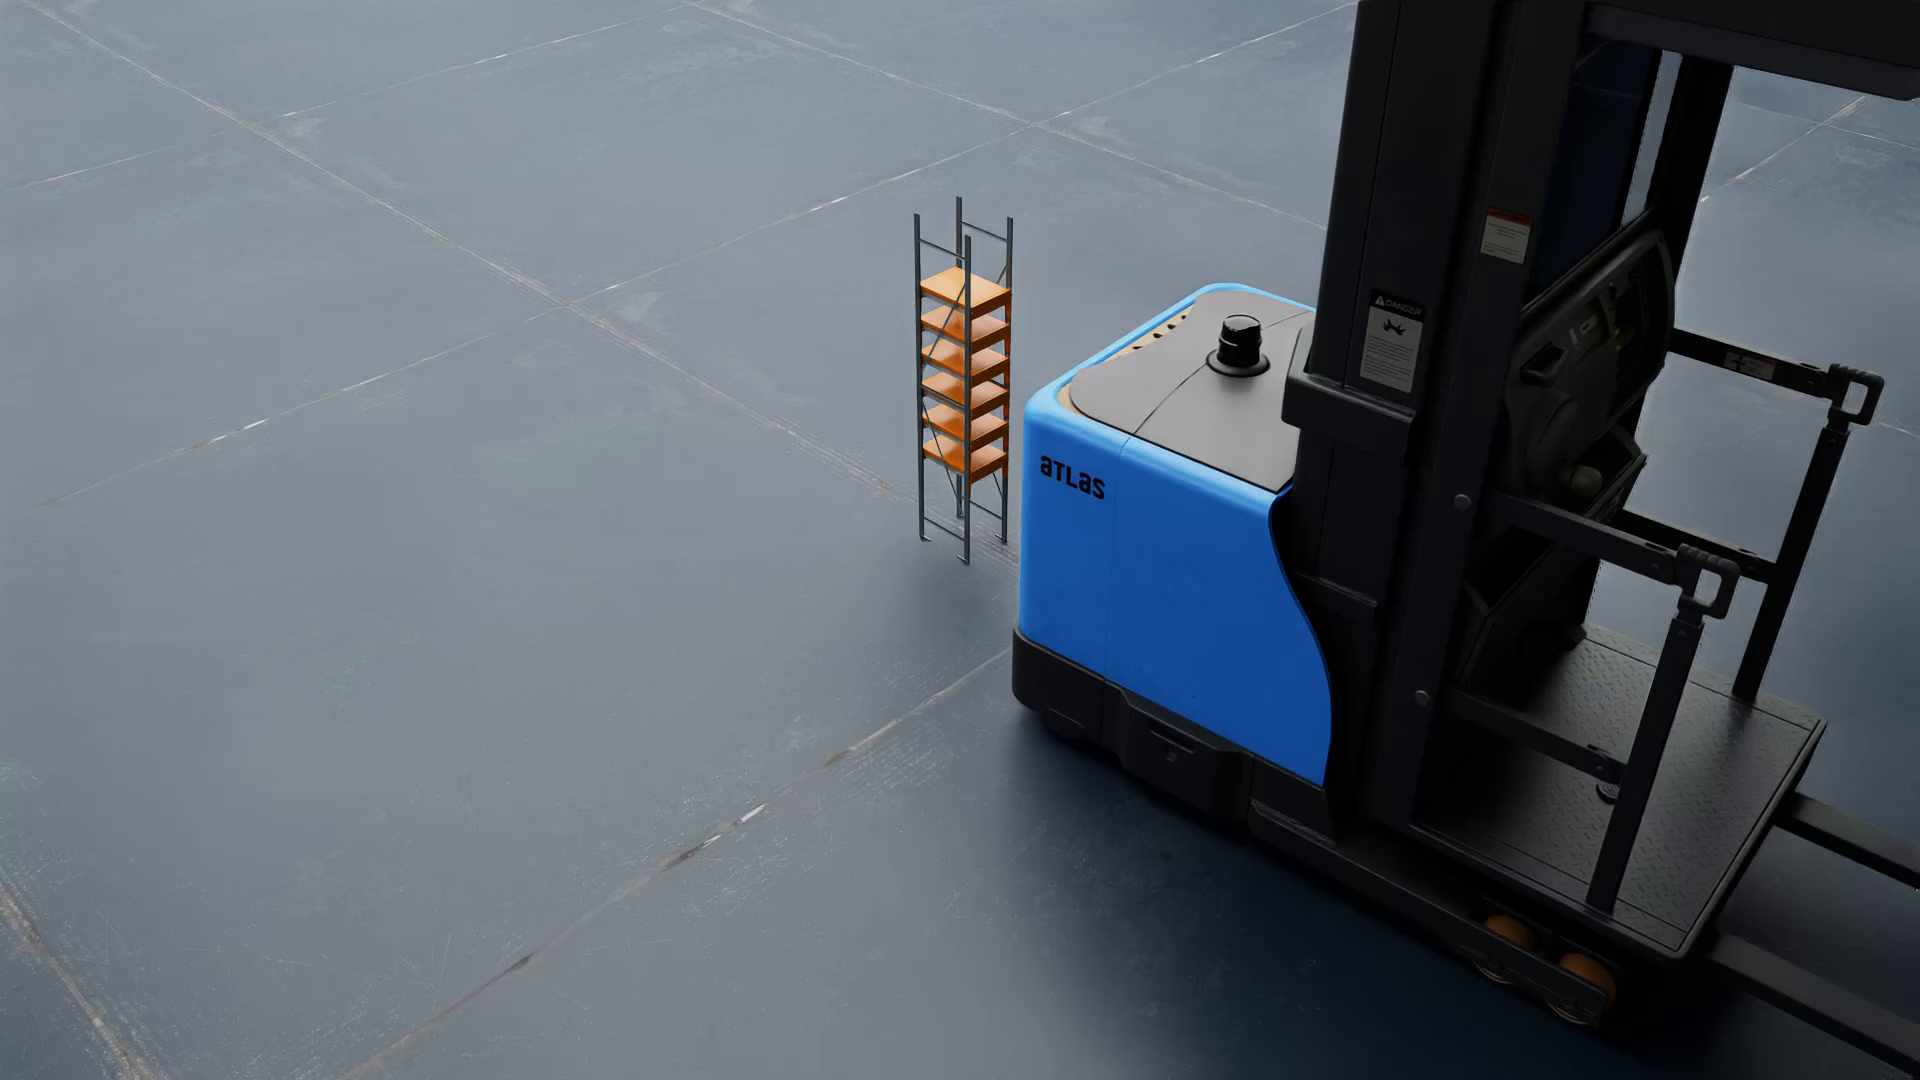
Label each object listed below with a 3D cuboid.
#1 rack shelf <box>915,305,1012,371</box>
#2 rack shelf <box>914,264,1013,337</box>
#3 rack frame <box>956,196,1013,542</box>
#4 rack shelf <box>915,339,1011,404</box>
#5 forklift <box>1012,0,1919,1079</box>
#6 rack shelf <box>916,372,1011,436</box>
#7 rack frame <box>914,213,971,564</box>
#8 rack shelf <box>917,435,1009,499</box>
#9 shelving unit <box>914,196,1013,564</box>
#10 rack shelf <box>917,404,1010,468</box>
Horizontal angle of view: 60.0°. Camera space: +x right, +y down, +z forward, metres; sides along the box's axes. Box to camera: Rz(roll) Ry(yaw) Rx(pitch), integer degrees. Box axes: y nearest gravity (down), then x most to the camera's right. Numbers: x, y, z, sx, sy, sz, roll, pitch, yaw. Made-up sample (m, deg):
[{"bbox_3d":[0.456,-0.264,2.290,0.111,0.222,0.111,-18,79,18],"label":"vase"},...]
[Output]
[{"bbox_3d":[0.010,-0.658,5.303,0.258,0.103,0.180,30,45,35],"label":"rack shelf"},{"bbox_3d":[0.010,-0.757,5.235,0.258,0.103,0.180,30,45,35],"label":"rack shelf"},{"bbox_3d":[0.075,-0.535,5.468,0.240,1.200,0.006,30,45,35],"label":"rack frame"},{"bbox_3d":[0.010,-0.560,5.372,0.258,0.103,0.180,30,45,35],"label":"rack shelf"},{"bbox_3d":[1.611,-0.368,3.715,3.031,2.935,1.130,25,42,32],"label":"forklift"},{"bbox_3d":[0.010,-0.462,5.441,0.258,0.103,0.180,30,45,35],"label":"rack shelf"},{"bbox_3d":[-0.054,-0.461,5.362,0.240,1.200,0.006,30,45,35],"label":"rack frame"},{"bbox_3d":[0.010,-0.265,5.578,0.258,0.103,0.180,30,45,35],"label":"rack shelf"},{"bbox_3d":[0.010,-0.498,5.415,0.258,1.200,0.189,30,45,35],"label":"shelving unit"},{"bbox_3d":[0.010,-0.363,5.509,0.258,0.103,0.180,30,45,35],"label":"rack shelf"}]
